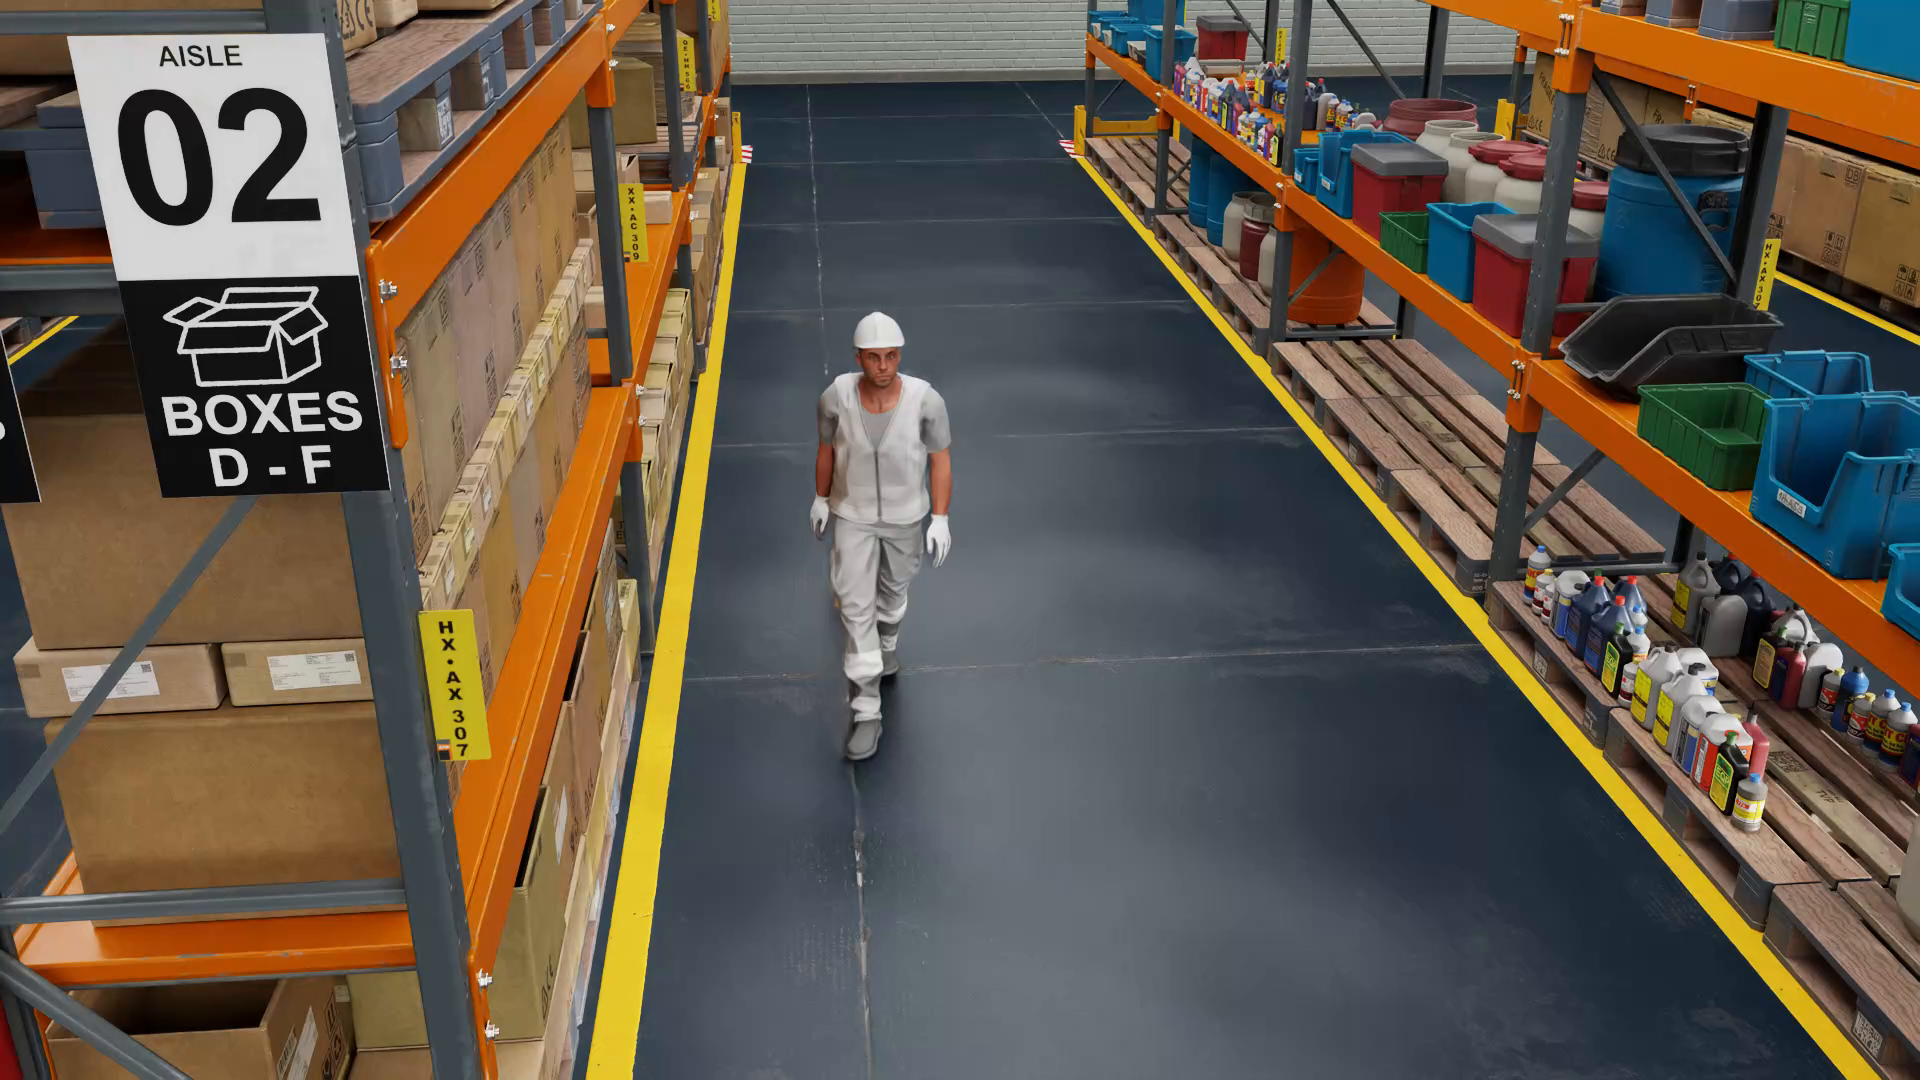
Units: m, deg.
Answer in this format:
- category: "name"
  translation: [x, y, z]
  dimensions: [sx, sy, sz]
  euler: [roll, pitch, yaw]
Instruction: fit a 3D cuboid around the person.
- category: "person"
  translation: [-0.317, -0.089, 6.750]
  dimensions: [0.577, 1.721, 1.007]
  euler: [-3, 24, -6]
